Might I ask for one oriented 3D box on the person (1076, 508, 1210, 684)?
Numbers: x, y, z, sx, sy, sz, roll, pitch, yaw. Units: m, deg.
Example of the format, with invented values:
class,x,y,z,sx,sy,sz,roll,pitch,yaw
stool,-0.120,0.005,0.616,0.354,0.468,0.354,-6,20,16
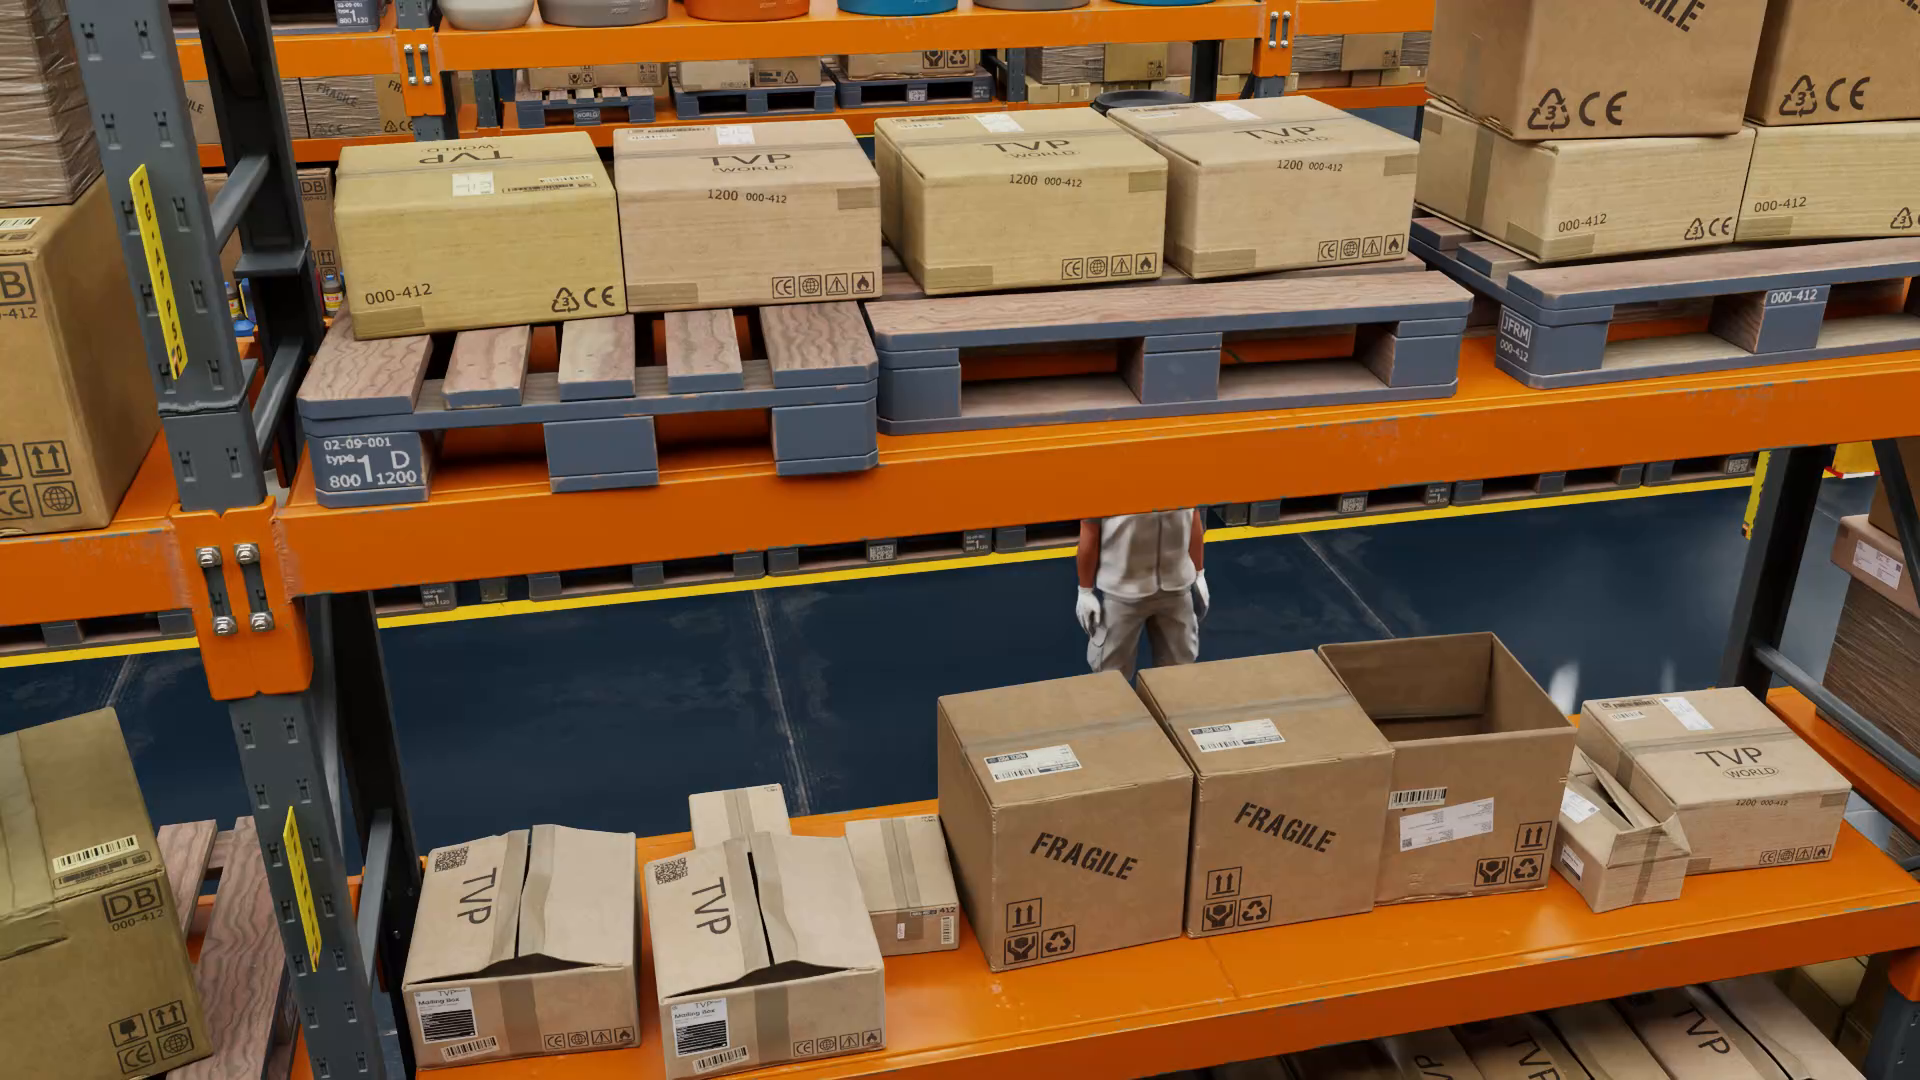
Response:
class,x,y,z,sx,sy,sz,roll,pitch,yaw
person,0.757,0.222,6.633,0.568,1.791,0.549,-8,28,-16
